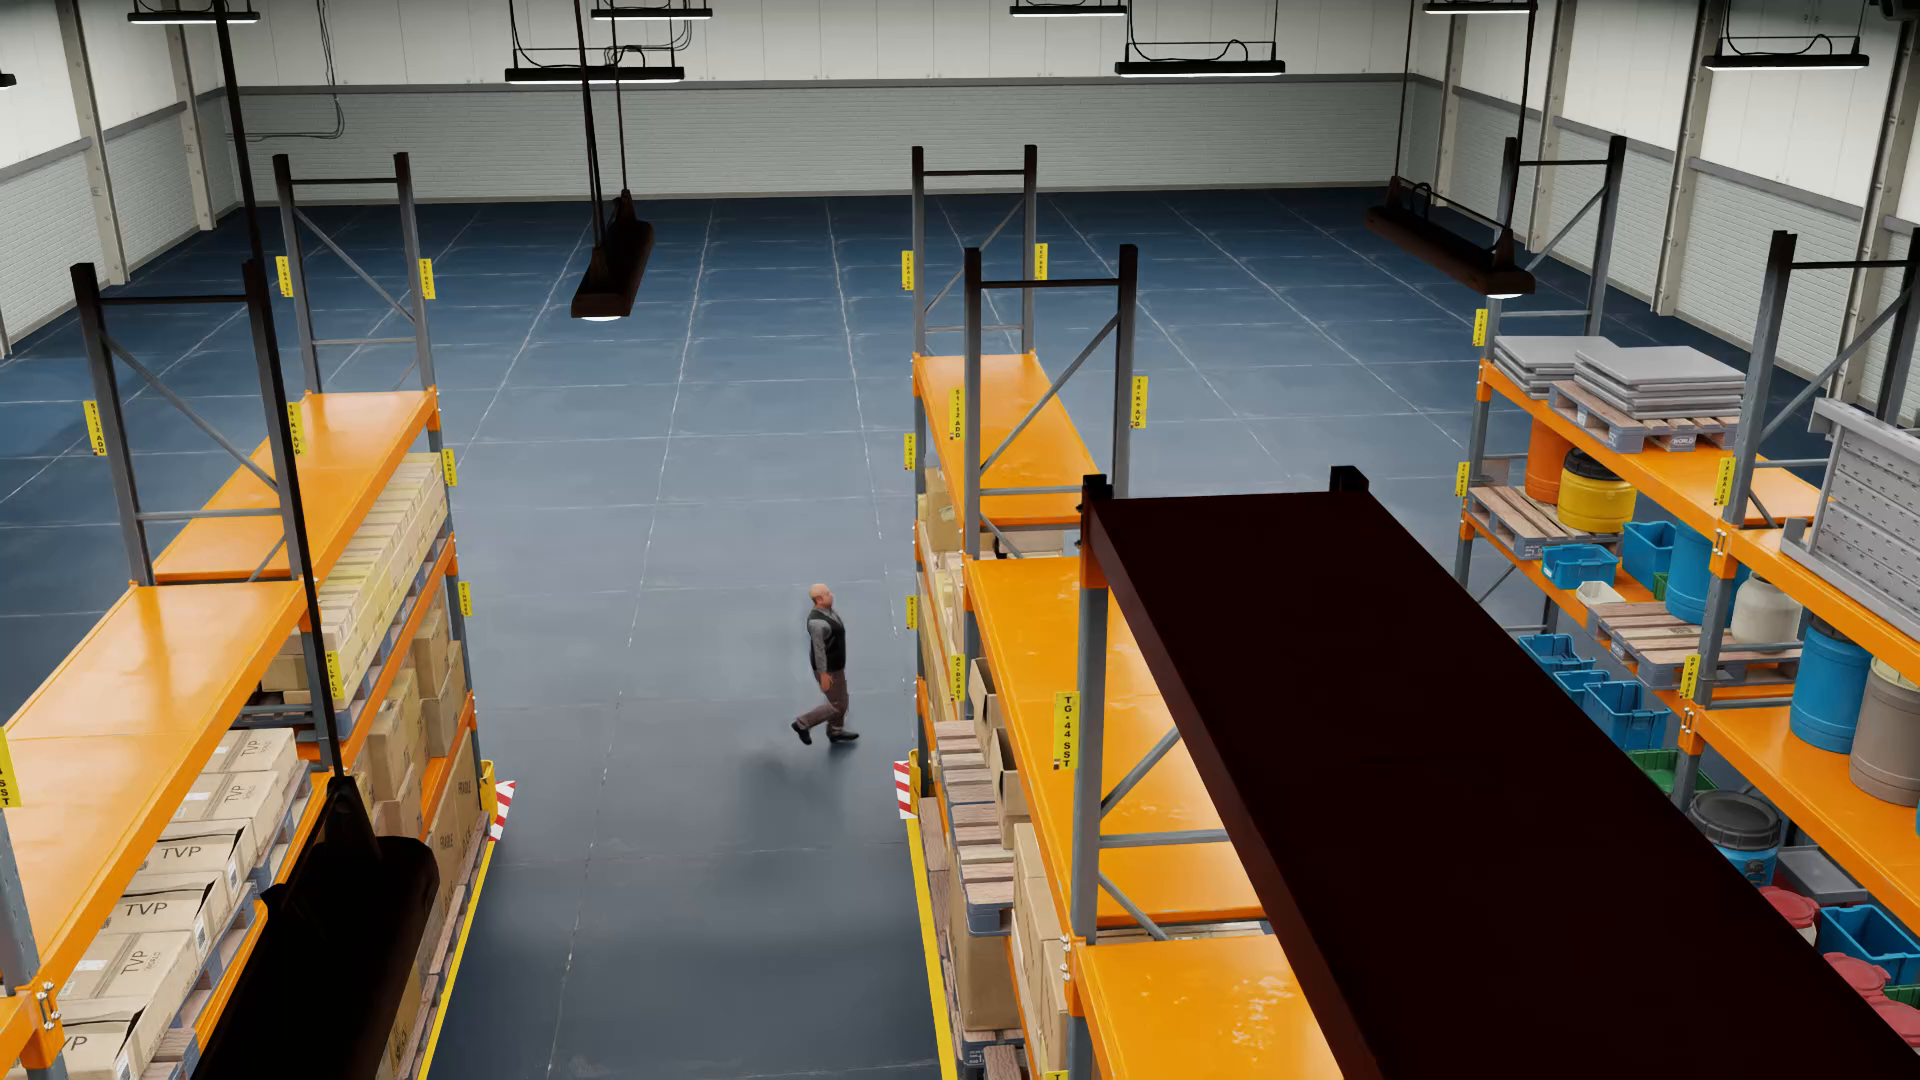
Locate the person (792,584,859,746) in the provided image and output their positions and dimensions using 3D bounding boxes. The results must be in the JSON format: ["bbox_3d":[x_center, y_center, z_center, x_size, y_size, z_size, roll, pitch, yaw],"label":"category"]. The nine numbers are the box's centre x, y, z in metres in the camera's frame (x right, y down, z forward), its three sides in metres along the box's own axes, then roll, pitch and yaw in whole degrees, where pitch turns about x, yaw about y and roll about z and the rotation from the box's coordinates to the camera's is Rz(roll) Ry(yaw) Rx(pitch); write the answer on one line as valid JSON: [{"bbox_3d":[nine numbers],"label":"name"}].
[{"bbox_3d":[-1.330,1.224,16.199,0.664,1.705,0.544,-3,22,-7],"label":"person"}]
